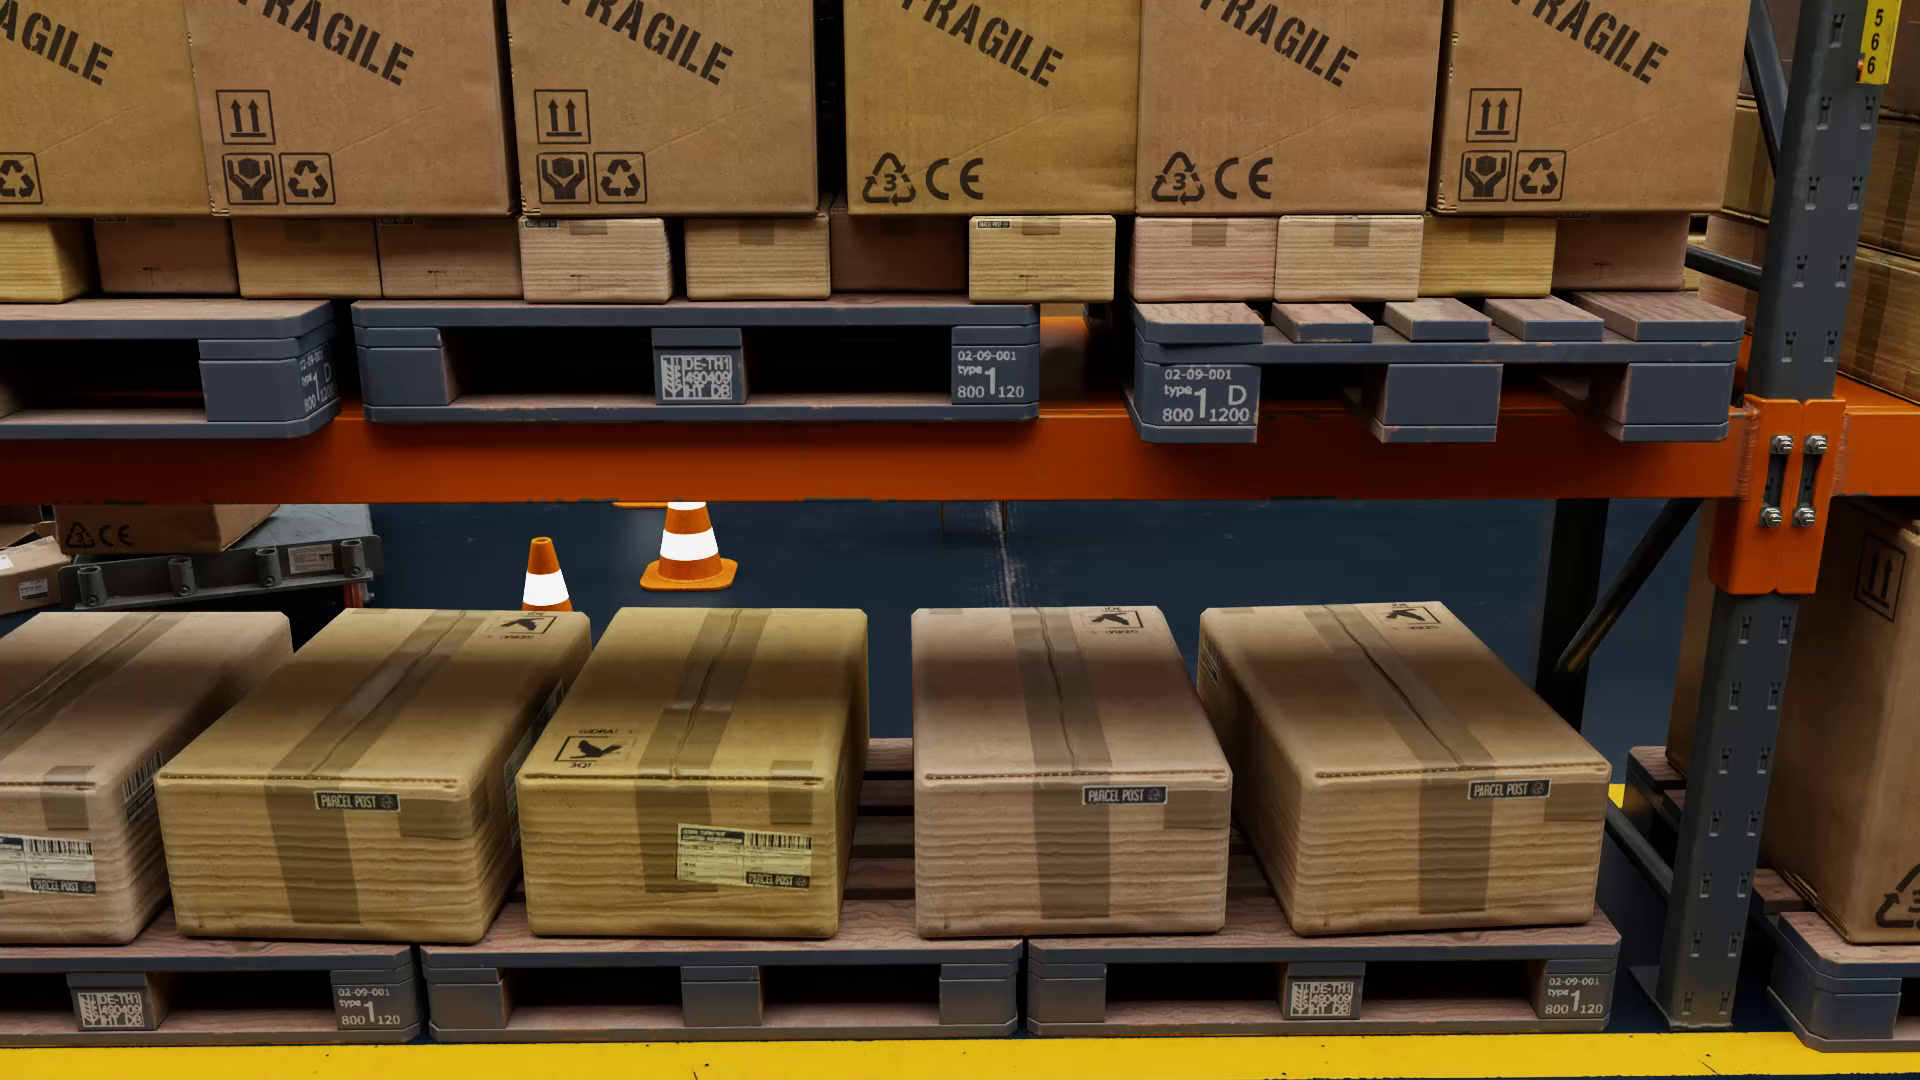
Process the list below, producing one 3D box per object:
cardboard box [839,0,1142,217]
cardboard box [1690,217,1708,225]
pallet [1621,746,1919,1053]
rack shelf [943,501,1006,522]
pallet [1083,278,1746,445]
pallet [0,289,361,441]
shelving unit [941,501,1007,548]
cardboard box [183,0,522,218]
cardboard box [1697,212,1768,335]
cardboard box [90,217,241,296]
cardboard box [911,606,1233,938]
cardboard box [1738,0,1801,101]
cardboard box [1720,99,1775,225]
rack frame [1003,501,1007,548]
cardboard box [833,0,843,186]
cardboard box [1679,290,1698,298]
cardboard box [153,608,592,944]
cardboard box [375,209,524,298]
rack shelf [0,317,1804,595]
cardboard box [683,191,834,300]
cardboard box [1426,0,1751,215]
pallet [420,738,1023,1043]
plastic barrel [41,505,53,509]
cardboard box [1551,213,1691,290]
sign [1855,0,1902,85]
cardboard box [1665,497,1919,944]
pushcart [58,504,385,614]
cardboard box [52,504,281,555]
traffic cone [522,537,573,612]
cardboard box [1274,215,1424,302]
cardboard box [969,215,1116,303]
[{"bbox_3d":[0.039,-0.867,3.001,0.500,0.500,0.500,-1,18,-5],"label":"cardboard box"},{"bbox_3d":[3.545,-1.543,8.625,0.500,0.250,0.500,0,18,1],"label":"cardboard box"},{"bbox_3d":[2.300,0.774,3.790,1.213,0.211,1.003,0,18,-1],"label":"pallet"},{"bbox_3d":[0.053,-0.225,6.476,0.240,0.259,0.215,0,18,-1],"label":"rack shelf"},{"bbox_3d":[0.800,-0.446,3.341,1.003,0.211,1.213,0,18,-1],"label":"pallet"},{"bbox_3d":[-1.723,-0.422,3.266,1.213,0.211,1.003,0,18,-1],"label":"pallet"},{"bbox_3d":[0.053,-0.500,6.388,0.252,1.050,0.215,0,18,-1],"label":"shelving unit"},{"bbox_3d":[-1.020,-0.859,2.976,0.500,0.500,0.500,0,18,-1],"label":"cardboard box"},{"bbox_3d":[2.012,-0.584,3.702,0.500,0.250,0.500,-1,18,-3],"label":"cardboard box"},{"bbox_3d":[-1.399,-0.564,3.118,0.250,0.149,0.380,1,18,3],"label":"cardboard box"},{"bbox_3d":[0.208,0.484,3.744,0.625,0.372,0.950,-1,18,-2],"label":"cardboard box"},{"bbox_3d":[2.023,-1.179,3.513,0.500,0.500,0.500,-1,18,-2],"label":"cardboard box"},{"bbox_3d":[1.991,-0.820,3.620,0.500,0.250,0.500,0,18,-1],"label":"cardboard box"},{"bbox_3d":[0.175,-0.501,6.390,0.008,1.050,0.200,0,18,-1],"label":"rack frame"},{"bbox_3d":[0.005,-1.022,3.484,0.500,0.500,0.500,0,18,0],"label":"cardboard box"},{"bbox_3d":[3.569,-1.030,8.251,0.500,0.500,0.500,-1,18,-2],"label":"cardboard box"},{"bbox_3d":[-1.246,0.489,3.726,0.625,0.372,0.950,1,18,3],"label":"cardboard box"},{"bbox_3d":[-0.894,-0.553,3.084,0.250,0.149,0.380,0,18,0],"label":"cardboard box"},{"bbox_3d":[-0.489,-0.221,3.504,4.000,0.370,1.077,0,18,-1],"label":"rack shelf"},{"bbox_3d":[-0.362,-0.549,3.071,0.250,0.149,0.380,-1,18,-3],"label":"cardboard box"},{"bbox_3d":[1.060,-0.875,3.028,0.500,0.500,0.500,-1,18,-2],"label":"cardboard box"},{"bbox_3d":[-0.488,0.763,3.824,1.213,0.211,1.003,0,18,-1],"label":"pallet"},{"bbox_3d":[-3.778,-0.365,6.991,0.421,0.421,0.512,14,22,37],"label":"plastic barrel"},{"bbox_3d":[1.186,-0.580,3.170,0.250,0.149,0.380,0,18,1],"label":"cardboard box"},{"bbox_3d":[1.528,-0.921,2.743,0.005,0.325,0.100,0,18,-1],"label":"sign"},{"bbox_3d":[2.202,0.260,3.616,0.875,0.875,0.875,0,18,-1],"label":"cardboard box"},{"bbox_3d":[-2.575,-0.002,5.935,0.936,0.377,1.648,-7,19,-20],"label":"pushcart"},{"bbox_3d":[-2.547,-0.268,5.325,0.500,0.500,0.500,0,18,-1],"label":"cardboard box"},{"bbox_3d":[-1.271,0.220,5.103,0.334,0.463,0.336,0,18,-1],"label":"traffic cone"},{"bbox_3d":[0.668,-0.542,3.050,0.250,0.149,0.380,0,18,-1],"label":"cardboard box"},{"bbox_3d":[0.141,-0.538,3.036,0.250,0.149,0.380,0,18,0],"label":"cardboard box"}]
